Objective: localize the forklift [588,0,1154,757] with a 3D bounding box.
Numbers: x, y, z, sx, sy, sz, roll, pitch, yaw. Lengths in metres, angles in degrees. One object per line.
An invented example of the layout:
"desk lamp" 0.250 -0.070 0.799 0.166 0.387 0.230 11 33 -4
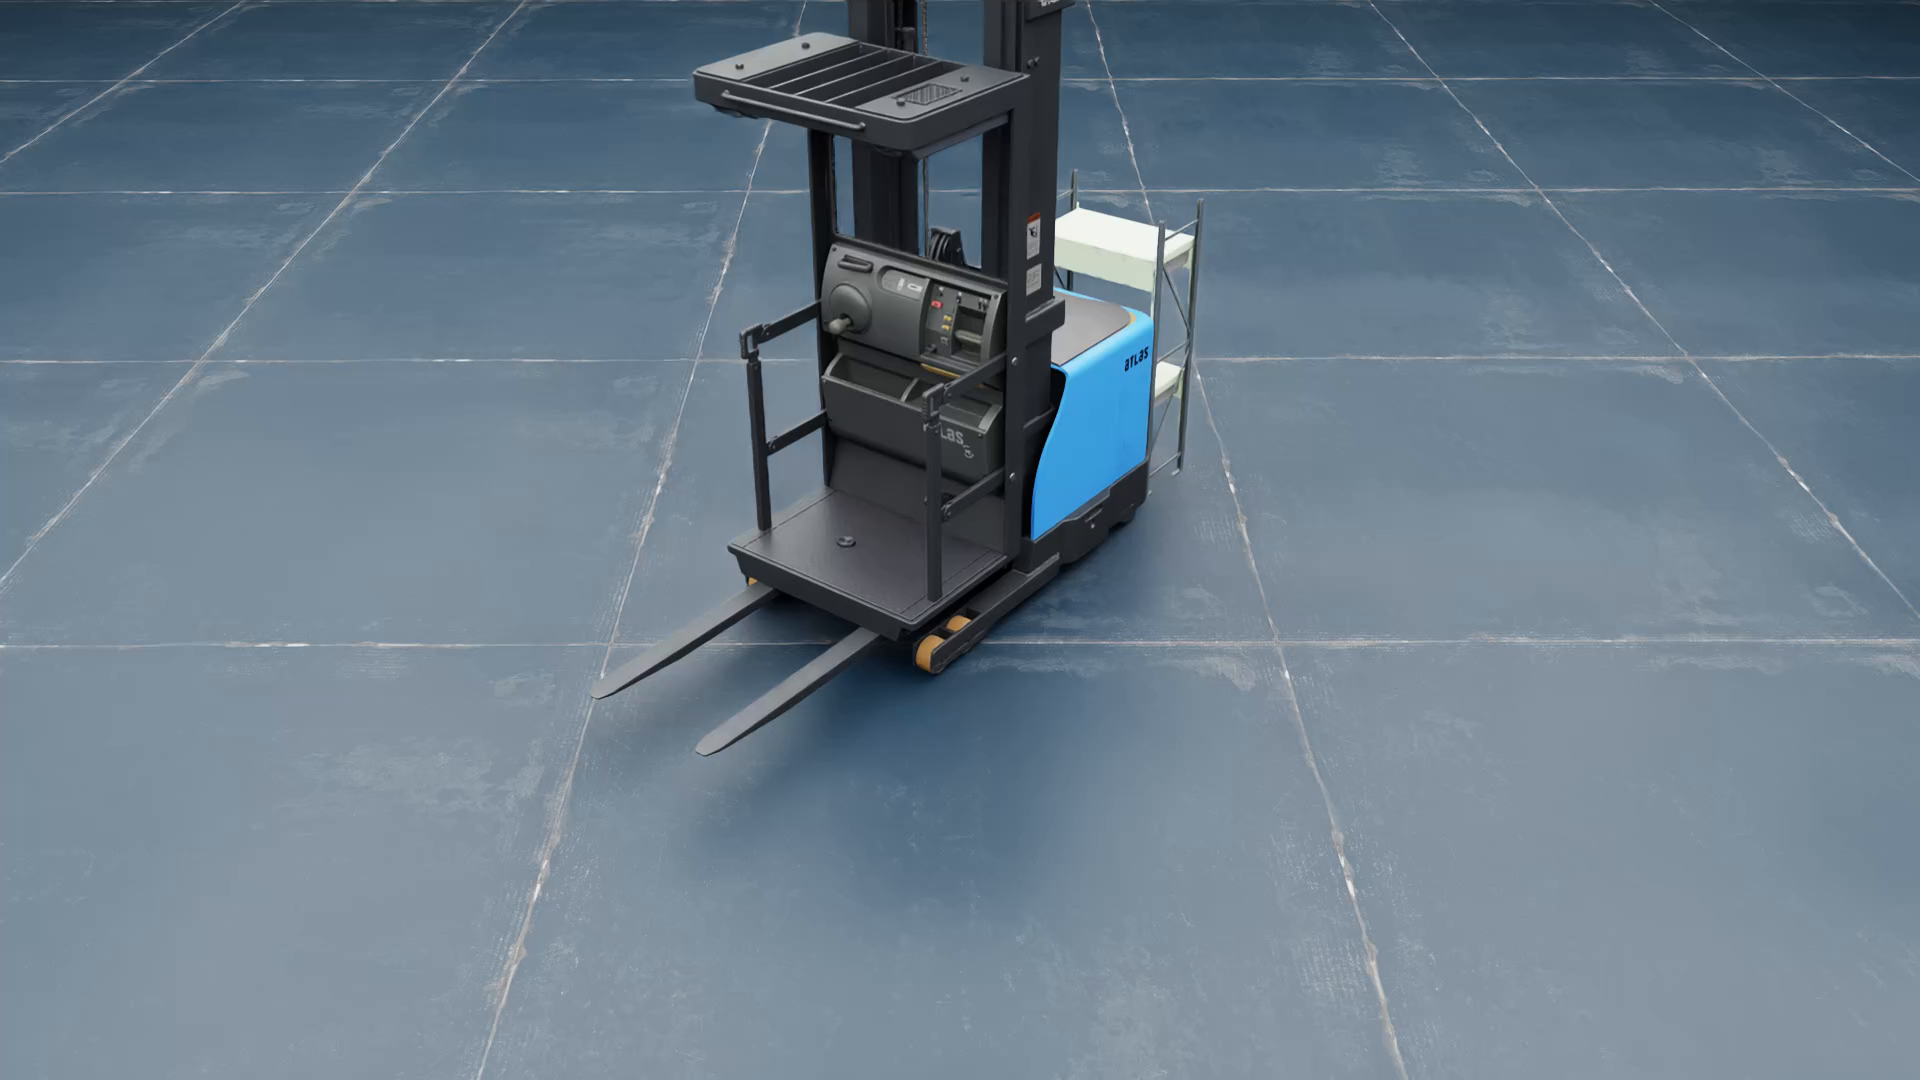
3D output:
"forklift" -0.343 -0.956 7.001 1.130 2.935 3.031 21 37 31

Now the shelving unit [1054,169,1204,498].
"shelving unit" 0.768 -1.050 8.534 0.755 1.500 0.431 21 37 31

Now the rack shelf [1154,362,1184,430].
"rack shelf" 0.768 -0.771 8.703 0.720 0.370 0.431 21 37 31

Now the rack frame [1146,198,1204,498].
"rack frame" 1.062 -0.937 8.348 0.023 1.500 0.400 21 37 31

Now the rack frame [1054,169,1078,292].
"rack frame" 0.474 -1.163 8.720 0.023 1.500 0.400 21 37 31

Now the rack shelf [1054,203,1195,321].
"rack shelf" 0.768 -1.383 8.332 0.720 0.370 0.431 21 37 31
